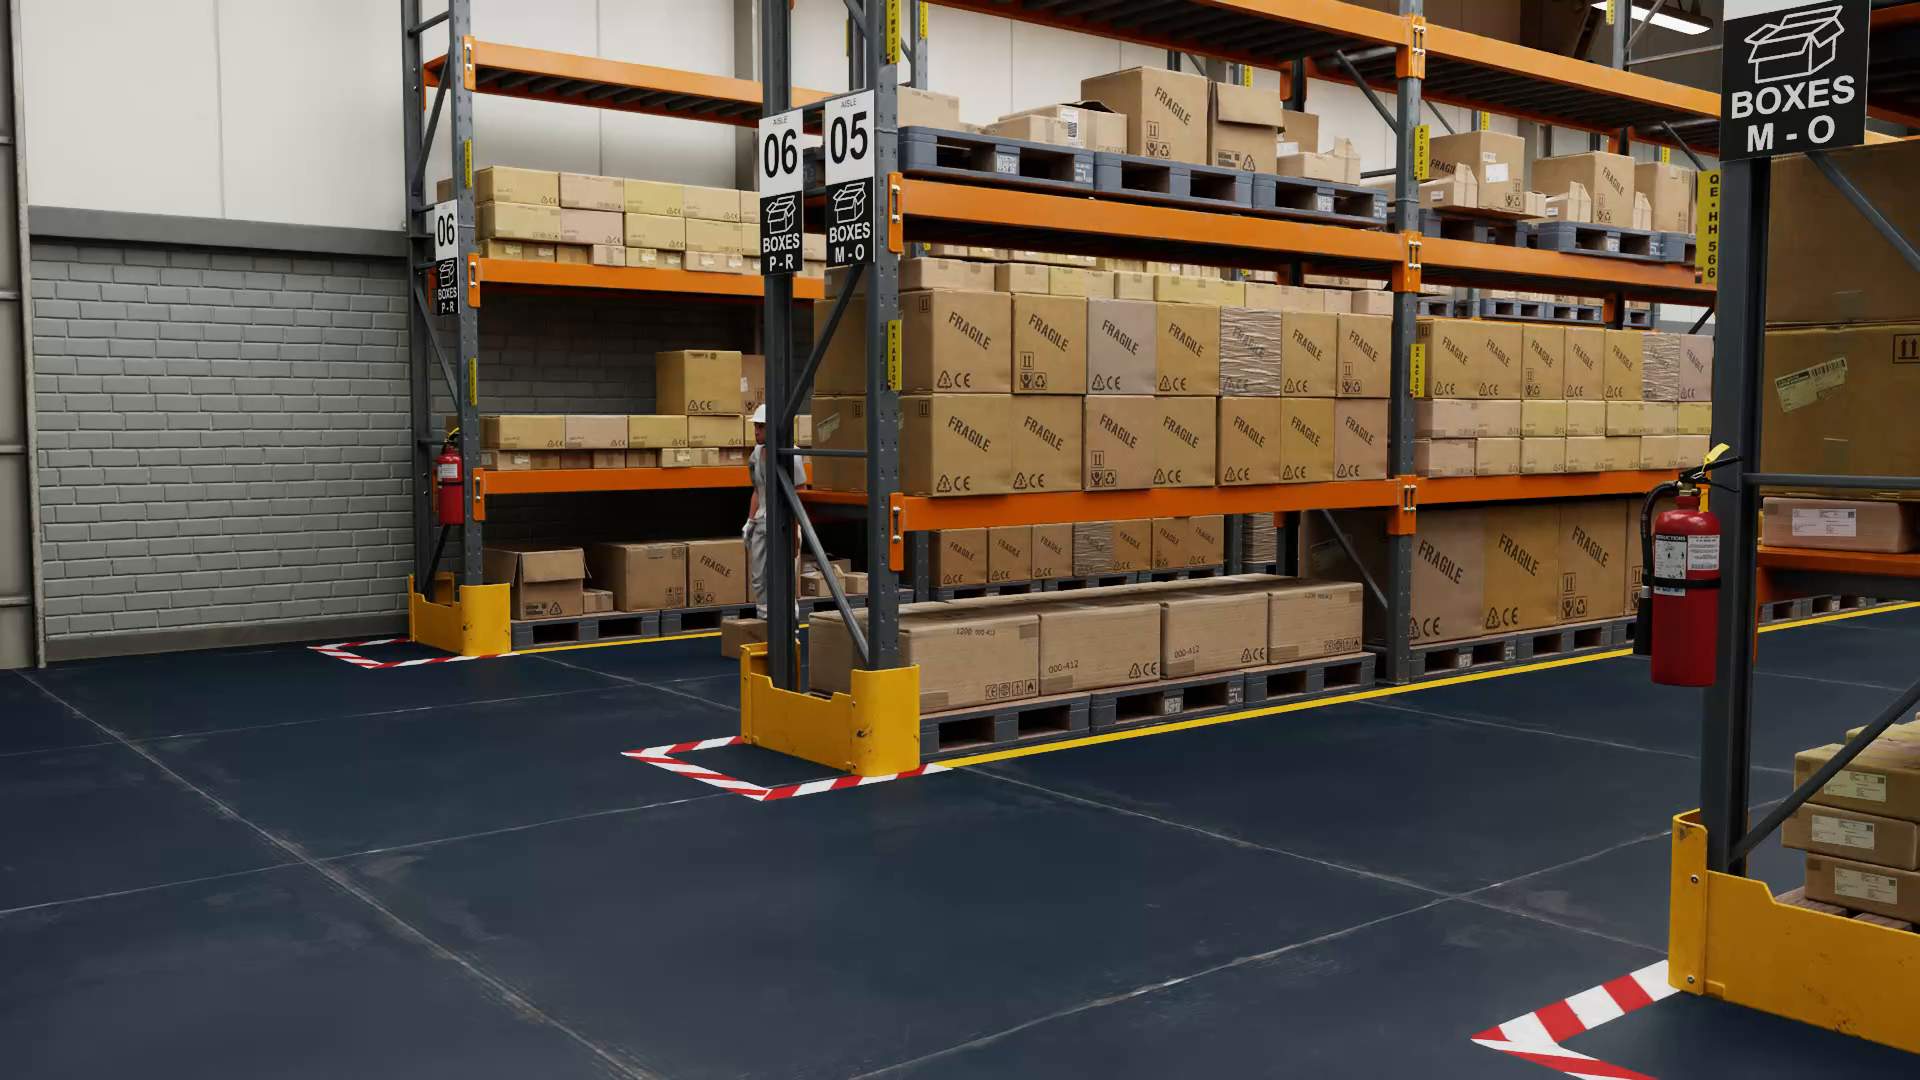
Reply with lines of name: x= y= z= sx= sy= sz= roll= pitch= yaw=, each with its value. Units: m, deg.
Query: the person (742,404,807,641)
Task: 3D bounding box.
person: x=-1.325 y=-0.073 z=11.809 sx=0.450 sy=1.779 sz=0.619 roll=-4 pitch=6 yaw=-42
